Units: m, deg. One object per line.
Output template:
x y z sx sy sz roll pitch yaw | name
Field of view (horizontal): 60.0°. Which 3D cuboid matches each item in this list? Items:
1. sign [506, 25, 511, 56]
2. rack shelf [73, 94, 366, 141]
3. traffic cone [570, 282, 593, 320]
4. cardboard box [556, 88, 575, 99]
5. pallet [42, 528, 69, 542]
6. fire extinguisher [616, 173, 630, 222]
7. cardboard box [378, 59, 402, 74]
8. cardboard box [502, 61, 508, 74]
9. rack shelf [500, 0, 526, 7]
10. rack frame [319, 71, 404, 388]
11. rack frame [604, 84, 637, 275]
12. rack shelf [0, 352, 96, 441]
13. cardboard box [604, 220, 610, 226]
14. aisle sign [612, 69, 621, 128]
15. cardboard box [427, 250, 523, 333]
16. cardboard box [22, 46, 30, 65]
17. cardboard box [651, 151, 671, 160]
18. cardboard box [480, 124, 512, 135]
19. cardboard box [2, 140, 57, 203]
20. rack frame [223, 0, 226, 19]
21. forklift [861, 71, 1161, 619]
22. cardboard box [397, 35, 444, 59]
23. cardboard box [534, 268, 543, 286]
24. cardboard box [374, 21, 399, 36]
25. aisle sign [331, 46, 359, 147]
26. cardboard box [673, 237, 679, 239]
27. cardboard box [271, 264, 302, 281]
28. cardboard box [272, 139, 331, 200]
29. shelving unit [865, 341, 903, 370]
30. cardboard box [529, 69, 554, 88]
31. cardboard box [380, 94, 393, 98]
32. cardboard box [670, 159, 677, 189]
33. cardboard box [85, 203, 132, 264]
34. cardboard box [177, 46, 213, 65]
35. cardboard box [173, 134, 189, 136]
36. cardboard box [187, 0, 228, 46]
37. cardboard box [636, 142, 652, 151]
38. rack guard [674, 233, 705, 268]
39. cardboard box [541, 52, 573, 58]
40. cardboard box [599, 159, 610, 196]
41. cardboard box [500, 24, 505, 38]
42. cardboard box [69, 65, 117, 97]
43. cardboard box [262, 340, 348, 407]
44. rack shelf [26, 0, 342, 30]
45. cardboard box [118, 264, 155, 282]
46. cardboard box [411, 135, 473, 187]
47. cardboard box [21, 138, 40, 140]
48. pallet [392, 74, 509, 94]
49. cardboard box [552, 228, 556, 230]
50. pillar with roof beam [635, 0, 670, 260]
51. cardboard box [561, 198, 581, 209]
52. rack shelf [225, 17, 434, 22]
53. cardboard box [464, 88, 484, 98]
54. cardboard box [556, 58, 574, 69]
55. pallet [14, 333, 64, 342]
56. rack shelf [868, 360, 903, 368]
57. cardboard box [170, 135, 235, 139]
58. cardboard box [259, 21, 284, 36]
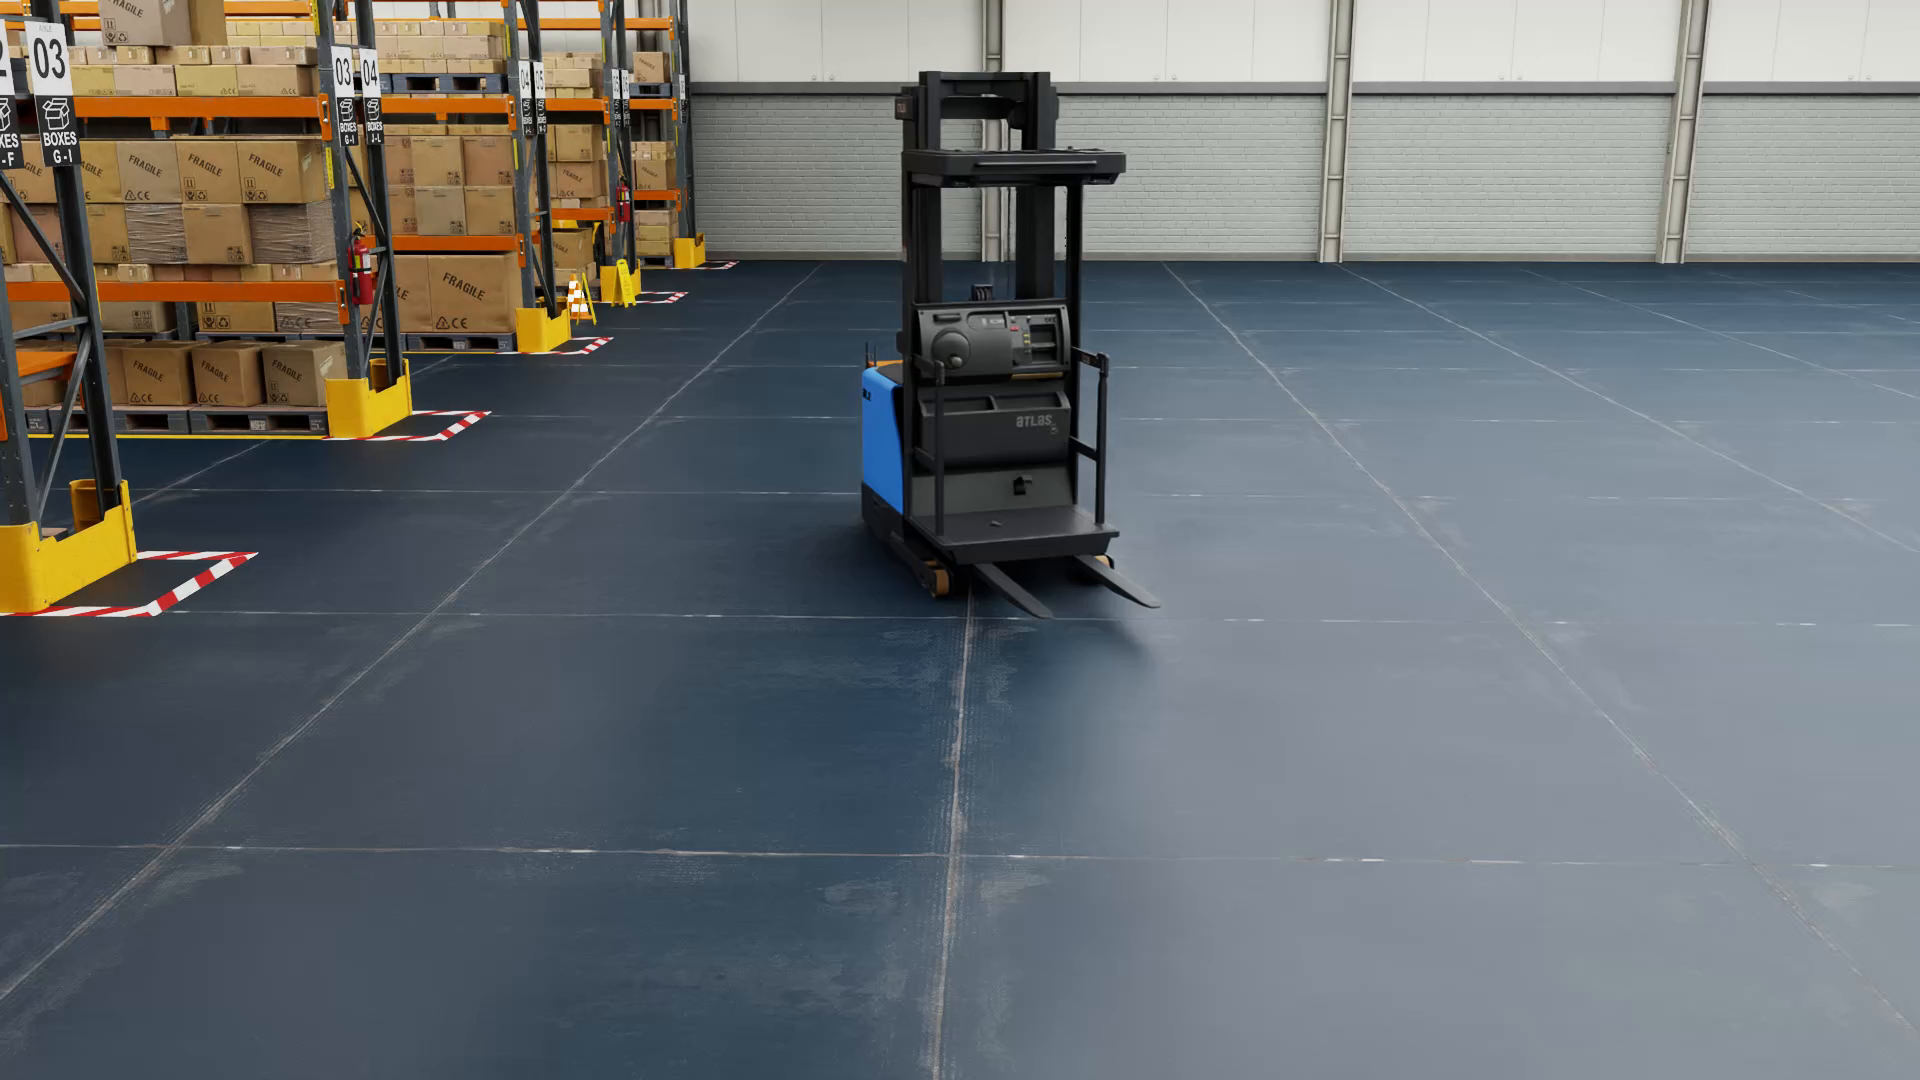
-4.913 -5.432 18.090 0.005 0.325 0.100 0 15 1 | sign
-7.112 -3.582 14.066 4.000 0.370 1.077 0 15 1 | rack shelf
-5.011 -3.155 21.893 0.334 0.463 0.336 0 15 1 | traffic cone
-5.473 -6.247 23.249 0.250 0.149 0.380 0 15 2 | cardboard box
-6.128 0.150 9.857 1.213 0.211 1.003 0 15 1 | pallet
-4.757 -4.838 23.448 0.183 0.674 0.296 0 15 1 | fire extinguisher
-6.244 -5.233 18.388 0.250 0.149 0.380 0 15 1 | cardboard box
-5.220 -5.395 19.001 0.250 0.149 0.380 0 15 2 | cardboard box
-6.884 -6.103 18.526 4.000 0.370 1.077 0 15 1 | rack shelf
-5.113 -2.466 14.308 0.127 3.000 1.000 0 15 1 | rack frame
-4.860 -4.993 23.887 0.127 3.000 1.000 0 15 1 | rack frame
-7.239 -0.868 9.661 4.000 0.370 1.077 0 15 1 | rack shelf
-6.220 -5.542 28.574 0.500 0.250 0.500 1 15 2 | cardboard box
-4.805 -6.176 23.273 0.004 0.787 0.394 0 15 1 | aisle sign
-5.565 -2.894 19.270 0.875 0.875 0.875 0 15 2 | cardboard box
-7.490 -3.983 13.690 0.250 0.149 0.380 0 15 0 | cardboard box
-5.090 -6.552 28.327 0.250 0.149 0.380 1 15 2 | cardboard box
-6.394 -5.599 23.443 0.500 0.500 0.700 0 15 1 | cardboard box
-7.668 -3.094 13.948 0.500 0.500 0.500 0 15 1 | cardboard box
-12.734 -9.212 28.117 0.127 3.000 1.000 0 15 1 | rack frame
0.272 -1.199 9.639 1.130 2.935 3.031 -5 15 -17 | forklift
-5.882 -5.439 18.387 0.500 0.250 0.500 0 15 2 | cardboard box
-6.192 -3.809 23.964 0.500 0.250 0.500 0 15 2 | cardboard box
-6.245 -5.619 18.287 0.250 0.149 0.380 0 15 2 | cardboard box
-5.059 -3.646 13.684 0.004 0.787 0.394 0 15 1 | aisle sign
-5.223 -5.186 29.183 0.500 0.250 0.500 0 15 2 | cardboard box
-5.653 -2.296 14.154 0.250 0.149 0.380 0 15 1 | cardboard box
-5.656 -3.215 14.406 0.500 0.500 0.500 0 15 1 | cardboard box
-0.367 -0.754 11.347 0.503 1.200 0.258 -5 16 -18 | shelving unit
-5.881 -6.457 23.264 0.500 0.250 0.500 0 15 1 | cardboard box
-8.042 -6.294 23.430 0.250 0.149 0.380 0 15 1 | cardboard box
-5.225 -6.382 28.953 0.500 0.500 0.500 1 15 3 | cardboard box
-7.163 -2.662 14.271 0.500 0.500 0.875 0 15 1 | cardboard box
-6.183 -3.960 13.602 0.250 0.149 0.380 0 15 2 | cardboard box
-11.214 -5.816 24.129 0.250 0.149 0.380 0 15 -1 | cardboard box
-6.590 -4.429 14.108 0.500 0.500 0.500 0 15 1 | cardboard box
-5.347 -6.707 28.332 0.250 0.149 0.380 0 15 2 | cardboard box
-4.713 -5.051 29.003 0.348 0.500 1.175 0 15 1 | rack guard
-6.791 -7.997 28.171 0.637 0.503 0.797 1 15 3 | cardboard box
-5.326 -5.259 24.116 0.500 0.500 0.500 0 15 1 | cardboard box
-5.211 -5.780 18.897 0.250 0.149 0.380 1 15 2 | cardboard box
-7.115 -3.792 13.748 0.500 0.250 0.500 0 15 0 | cardboard box
-5.737 -1.469 14.605 0.500 0.500 0.500 3 15 12 | cardboard box
-10.858 -7.392 23.412 4.000 0.370 1.077 0 15 1 | rack shelf
-6.905 -2.277 14.083 0.250 0.149 0.380 0 15 1 | cardboard box
-5.807 -4.317 18.914 0.550 0.550 0.875 0 15 1 | cardboard box
-8.155 -3.232 14.472 0.500 0.500 0.500 0 15 1 | cardboard box
-5.627 -5.140 18.736 1.213 0.211 1.003 0 15 1 | pallet
-6.206 -4.308 24.384 0.500 0.500 0.500 0 15 -1 | cardboard box
-5.520 -8.297 24.646 0.400 9.000 9.100 0 15 1 | pillar with roof beam
-5.495 -4.793 23.620 0.250 0.149 0.380 0 15 1 | cardboard box
-10.735 -8.658 28.210 4.000 0.370 1.077 0 15 1 | rack shelf
-6.760 -6.252 23.269 0.250 0.149 0.380 0 15 1 | cardboard box
-5.462 -6.646 23.201 0.250 0.149 0.380 1 15 2 | cardboard box
-10.880 -2.401 19.528 1.213 0.211 1.003 0 15 1 | pallet
-0.367 -1.134 11.247 0.480 0.148 0.258 -5 16 -18 | rack shelf
-8.516 -4.340 18.999 0.550 0.550 0.875 0 15 1 | cardboard box
-7.509 -5.627 18.319 0.250 0.149 0.380 1 15 2 | cardboard box
